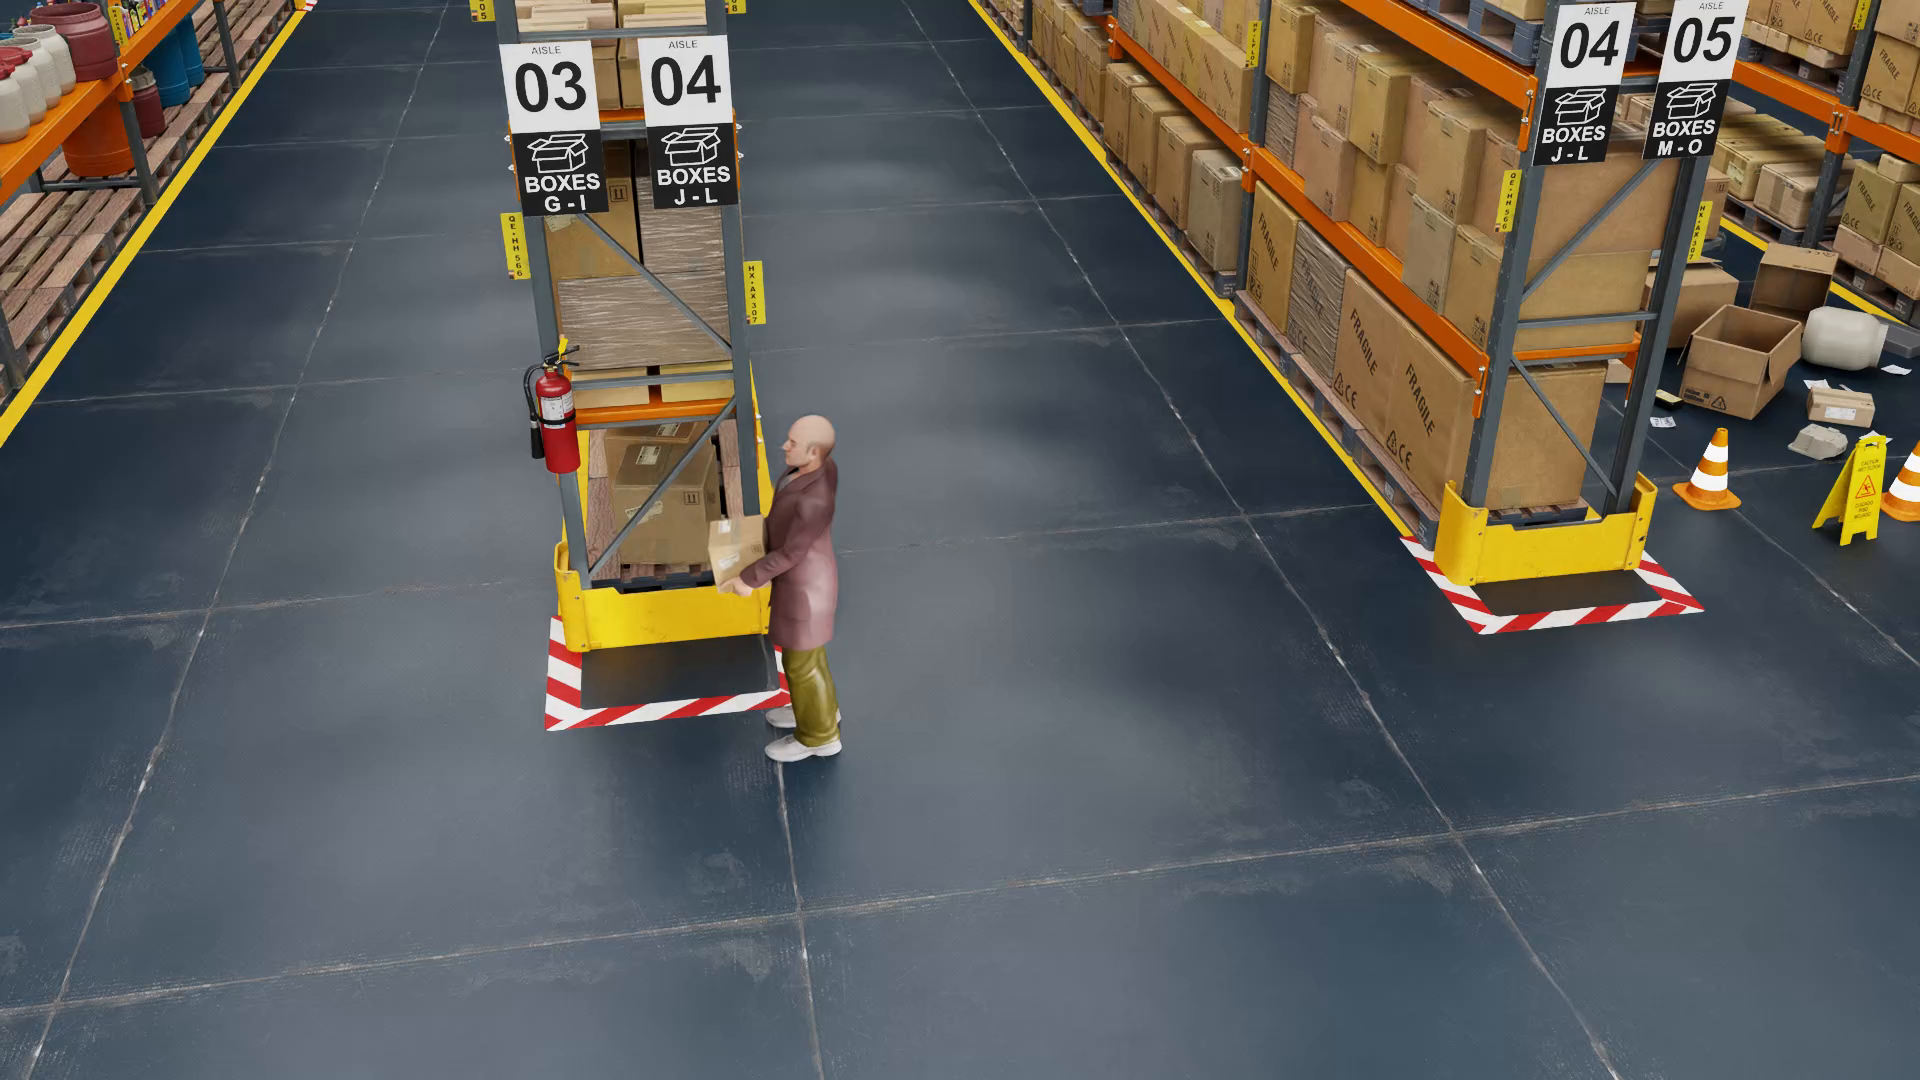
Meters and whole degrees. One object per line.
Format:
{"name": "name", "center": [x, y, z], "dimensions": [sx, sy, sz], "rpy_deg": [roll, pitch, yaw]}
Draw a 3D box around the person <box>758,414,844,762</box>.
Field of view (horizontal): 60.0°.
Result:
{"name": "person", "center": [-0.750, 0.213, 7.787], "dimensions": [0.424, 1.779, 0.586], "rpy_deg": [-3, 30, -6]}
